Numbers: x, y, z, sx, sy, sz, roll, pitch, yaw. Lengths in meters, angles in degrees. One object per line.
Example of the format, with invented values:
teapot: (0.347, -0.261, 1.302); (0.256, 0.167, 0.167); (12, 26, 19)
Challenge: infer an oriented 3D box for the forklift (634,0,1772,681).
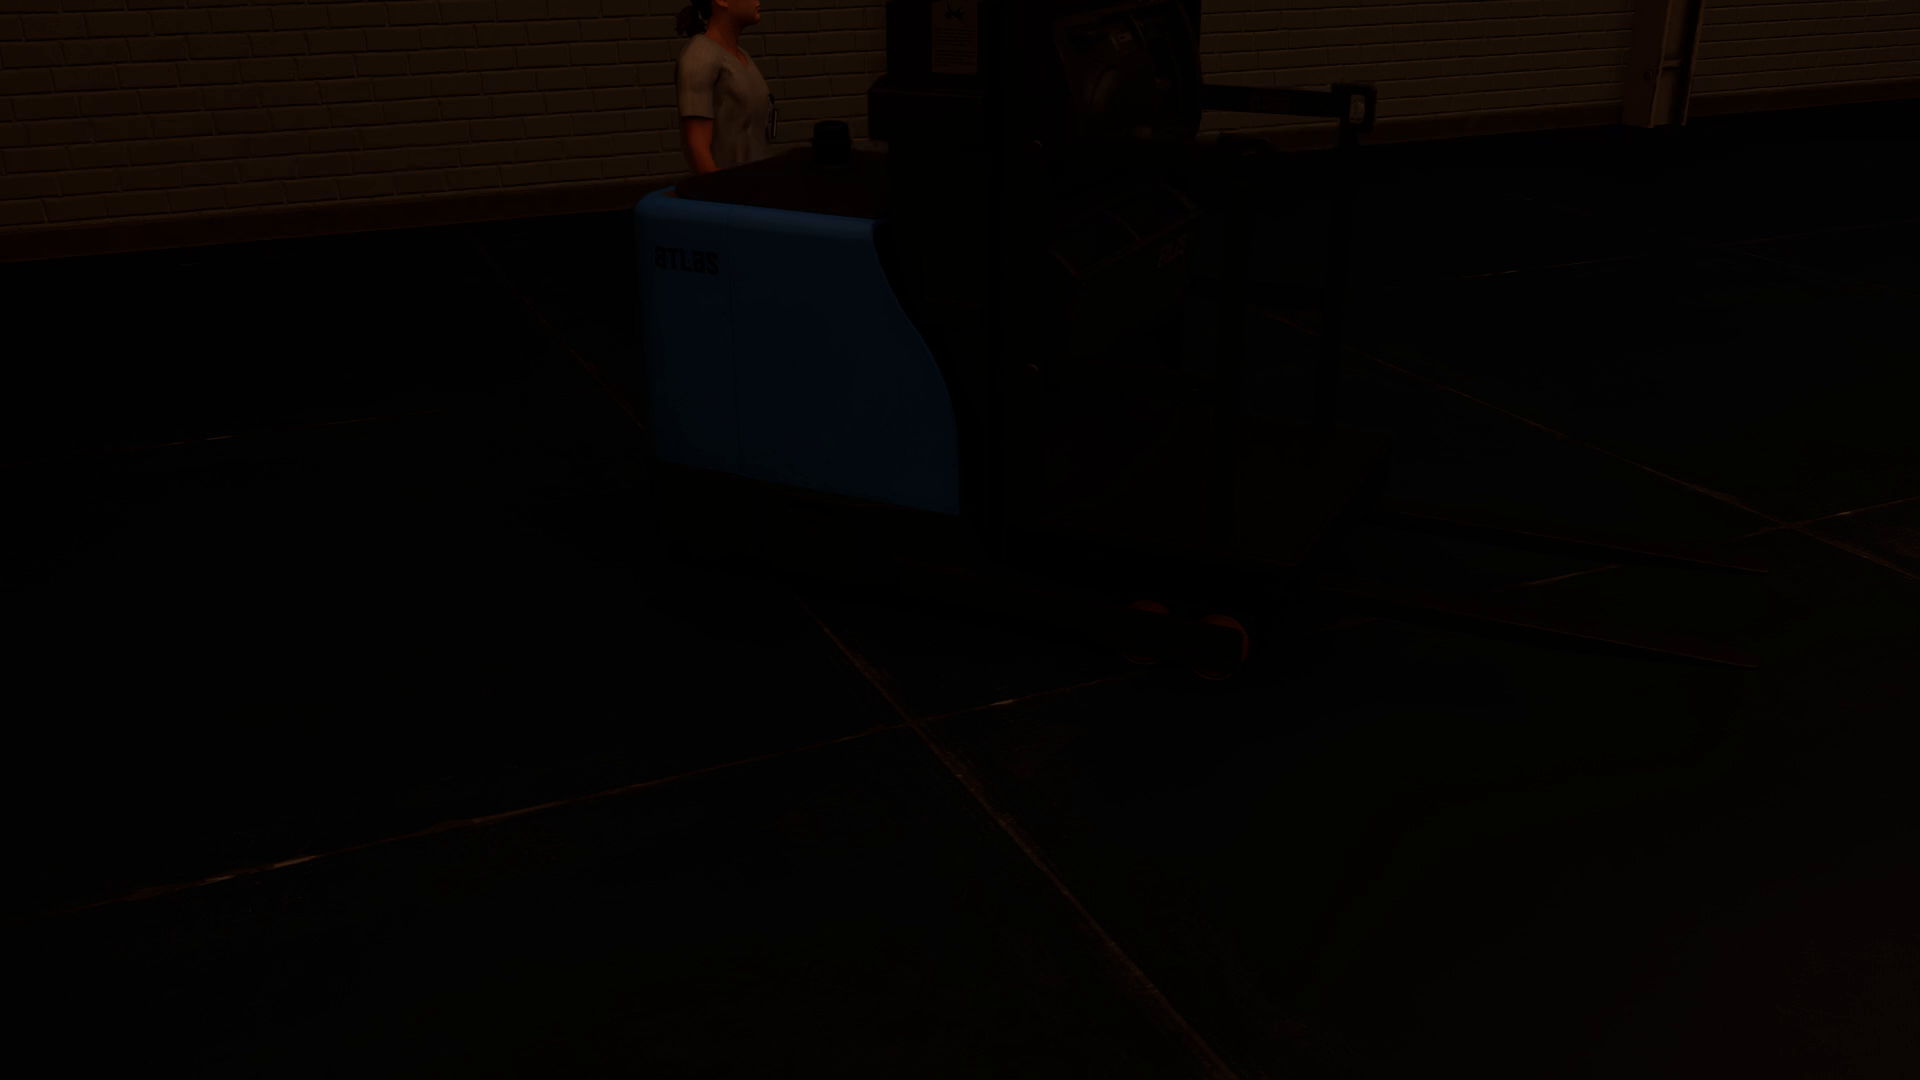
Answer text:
forklift: (0.628, -1.227, 4.240); (3.031, 2.935, 1.130); (11, 25, 24)

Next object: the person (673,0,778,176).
person: (-0.637, -1.024, 5.368); (0.548, 1.673, 0.550); (4, 23, 10)
